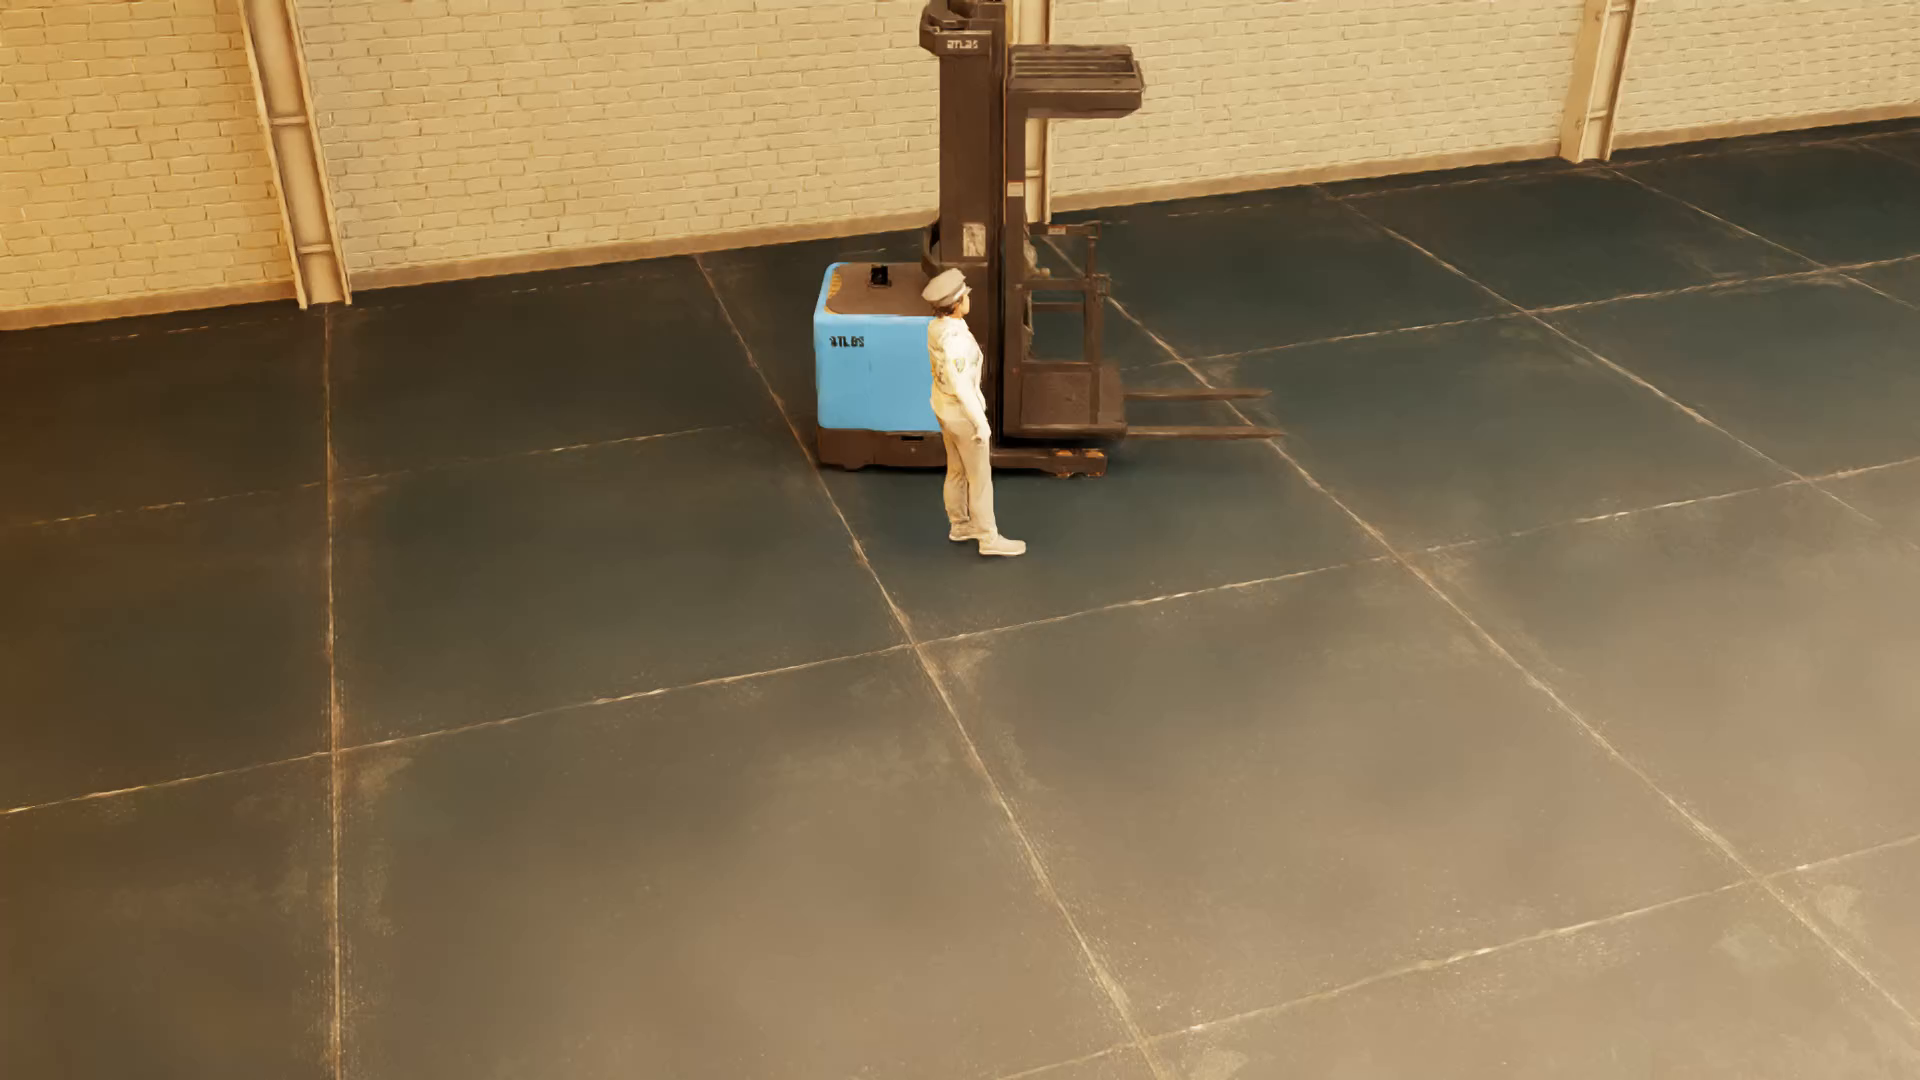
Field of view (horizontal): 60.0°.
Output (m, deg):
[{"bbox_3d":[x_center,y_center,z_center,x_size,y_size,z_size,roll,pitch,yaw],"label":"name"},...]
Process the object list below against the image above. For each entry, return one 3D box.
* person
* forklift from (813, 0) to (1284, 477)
[{"bbox_3d":[0.066,-0.749,9.612,0.532,1.695,0.586,-10,31,-16],"label":"person"},{"bbox_3d":[0.597,-1.946,10.469,3.031,2.935,1.130,1,30,1],"label":"forklift"}]
